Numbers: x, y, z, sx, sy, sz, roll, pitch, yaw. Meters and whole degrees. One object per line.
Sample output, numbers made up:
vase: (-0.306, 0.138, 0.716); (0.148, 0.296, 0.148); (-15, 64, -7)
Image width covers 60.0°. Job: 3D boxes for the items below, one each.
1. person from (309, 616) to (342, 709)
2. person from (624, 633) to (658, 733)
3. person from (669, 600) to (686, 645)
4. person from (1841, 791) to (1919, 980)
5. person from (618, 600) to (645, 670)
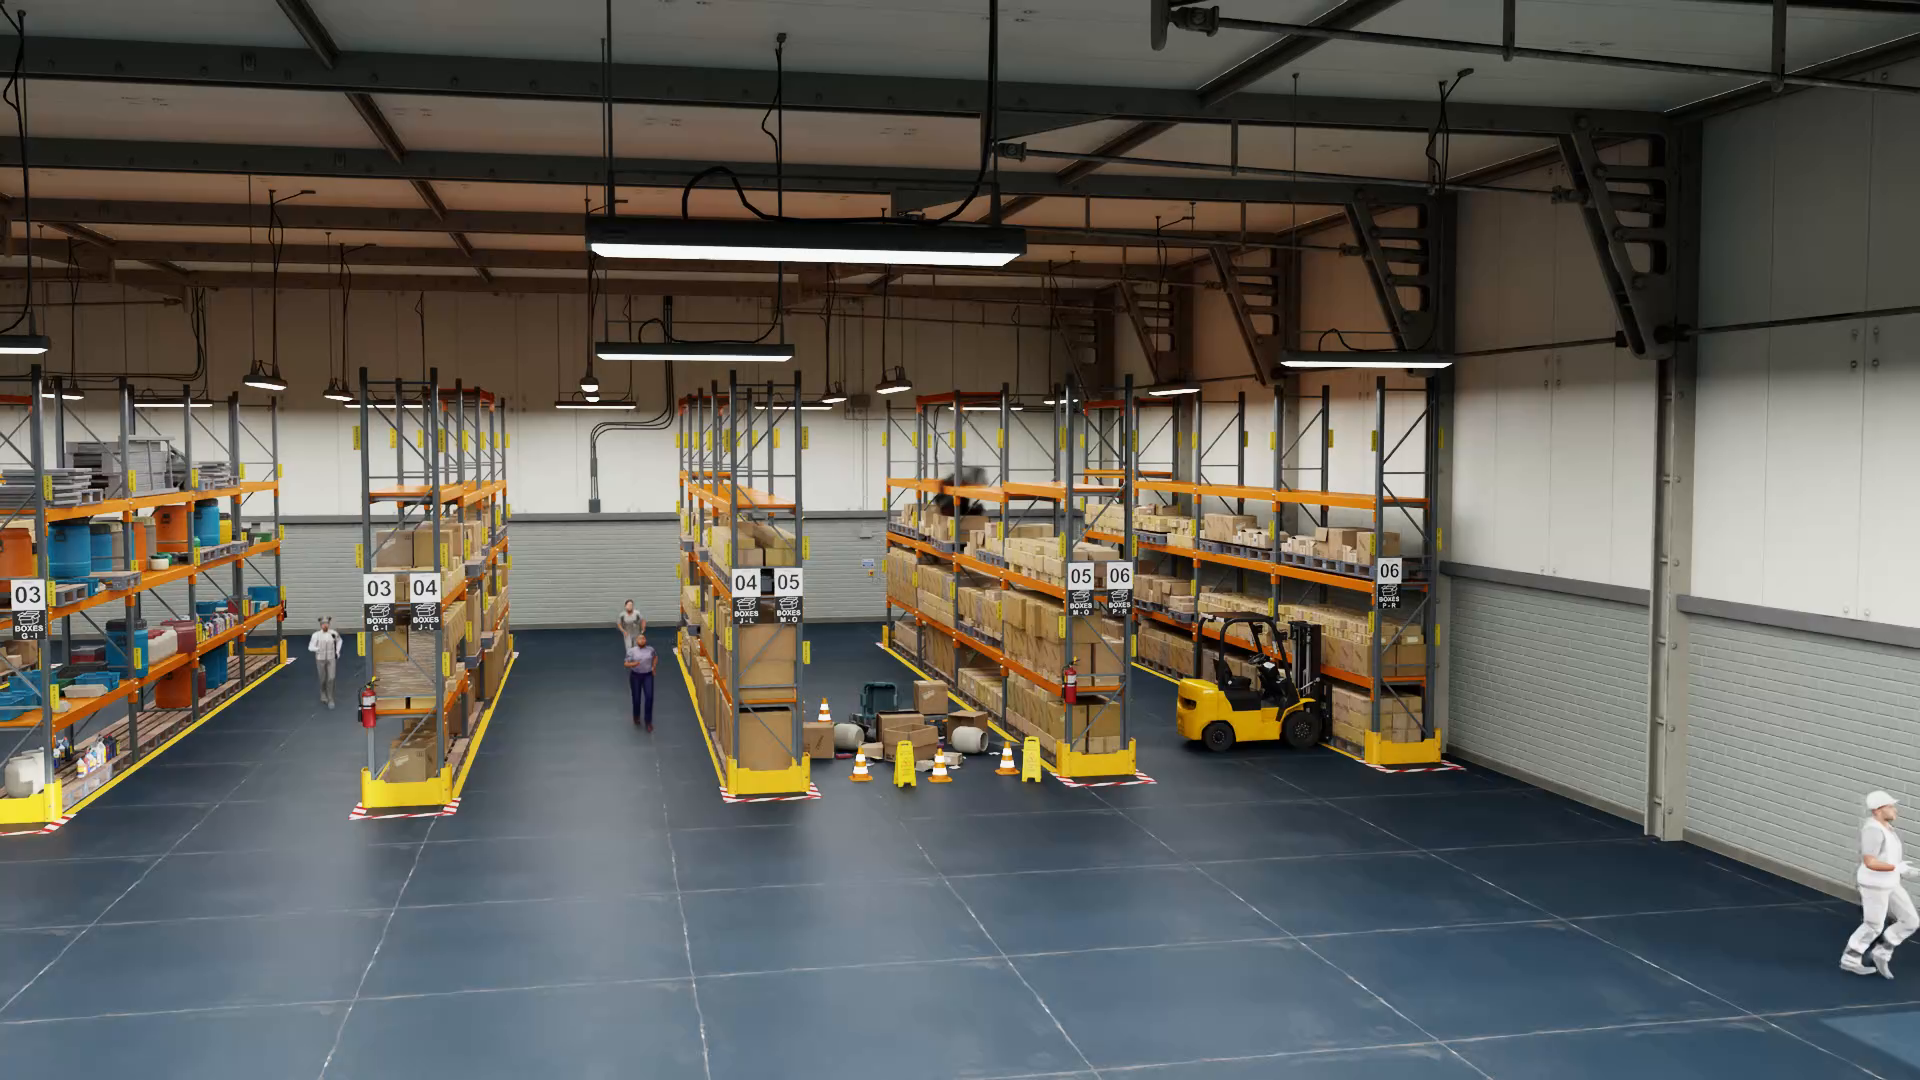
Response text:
person: (-11.930, 2.271, 31.303); (0.612, 1.702, 0.919); (-2, 4, -25)
person: (-5.525, 2.451, 28.872); (0.596, 1.687, 0.775); (-1, 4, -16)
person: (-6.701, 1.749, 40.756); (0.908, 1.659, 0.805); (1, 3, 10)
person: (8.528, 3.201, 15.344); (0.628, 1.784, 0.692); (-3, 5, -43)
person: (-7.070, 2.084, 35.783); (0.587, 1.637, 0.706); (-1, 3, -13)
